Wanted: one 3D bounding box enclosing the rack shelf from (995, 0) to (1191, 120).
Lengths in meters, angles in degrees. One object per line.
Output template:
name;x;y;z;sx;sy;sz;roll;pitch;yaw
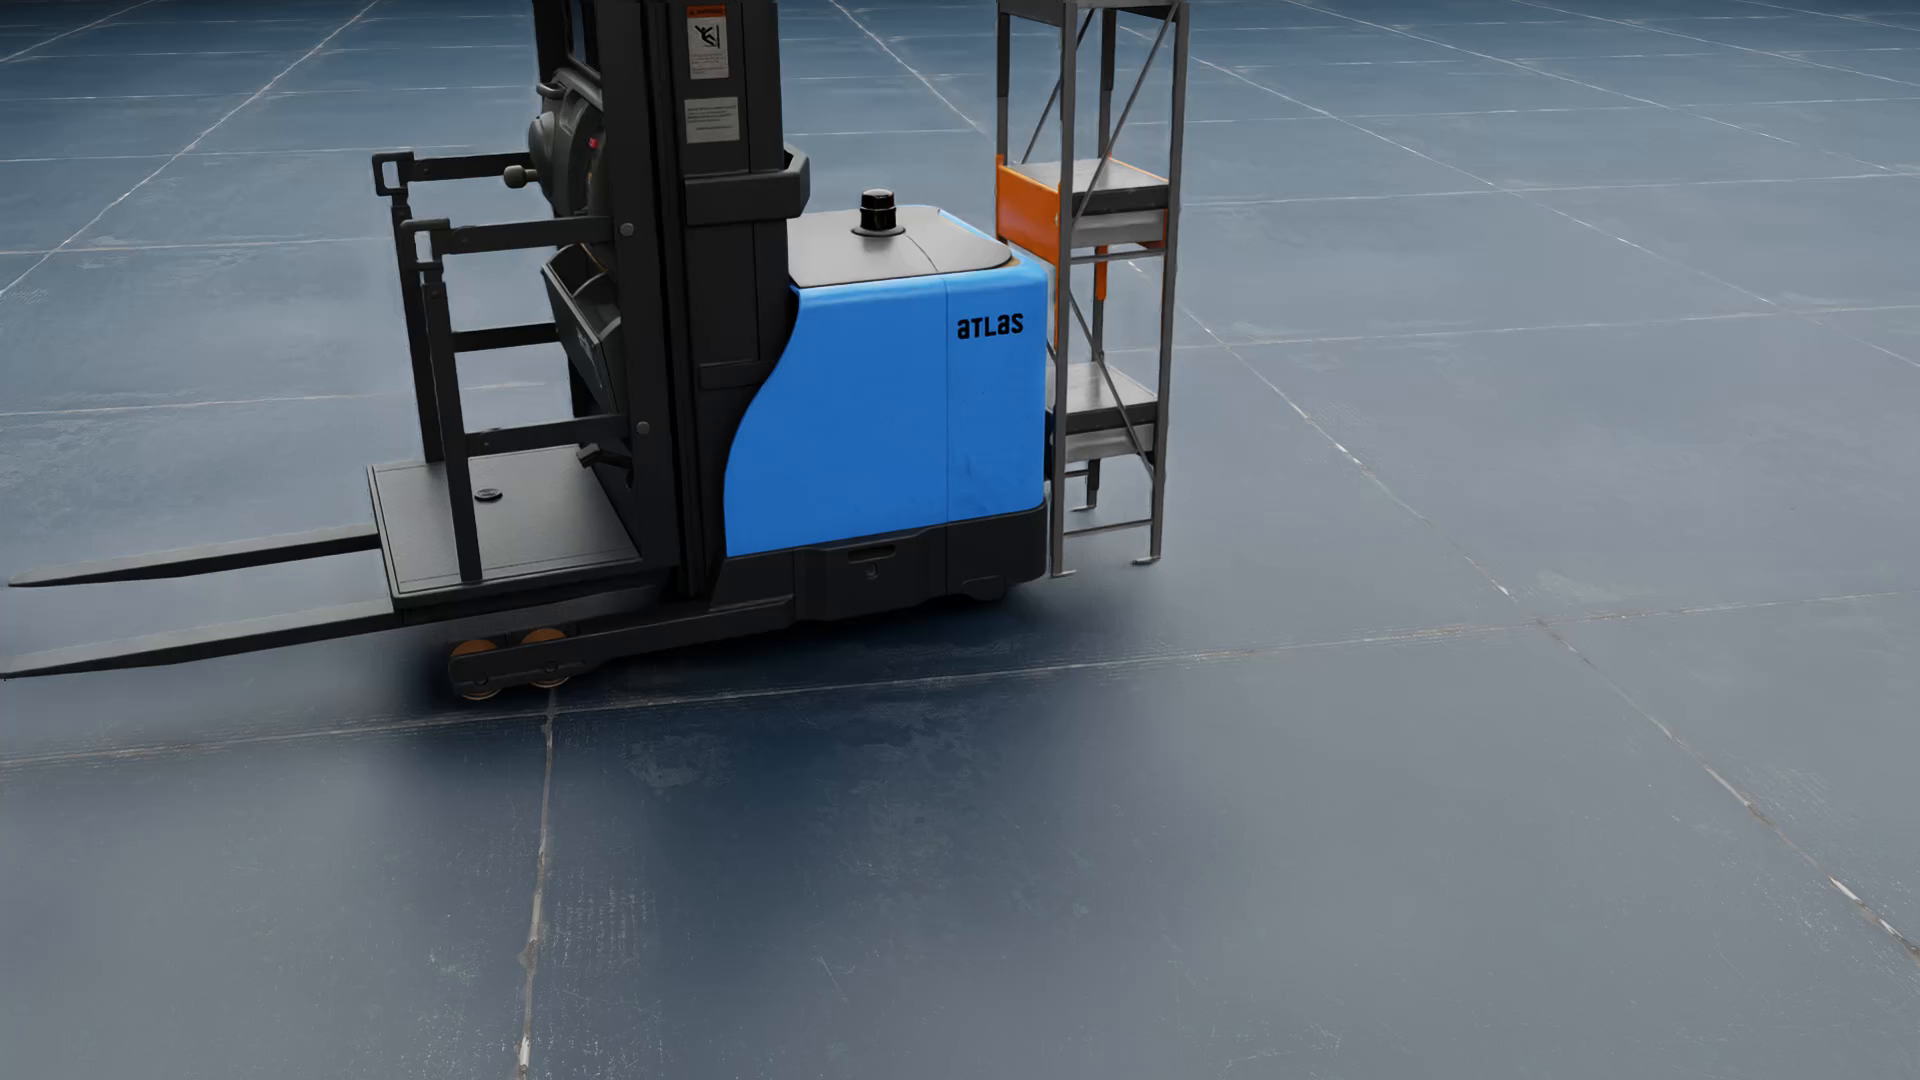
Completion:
rack shelf;0.396;-1.587;5.045;0.431;0.518;0.480;-9;25;-20

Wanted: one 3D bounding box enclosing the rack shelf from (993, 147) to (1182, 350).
rack shelf;0.396;-0.946;5.326;0.431;0.518;0.480;-9;25;-20

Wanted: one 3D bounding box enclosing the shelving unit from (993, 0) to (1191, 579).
shelving unit;0.396;-0.958;5.320;0.431;2.100;0.503;-9;25;-20

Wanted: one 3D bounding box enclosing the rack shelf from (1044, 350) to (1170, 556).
rack shelf;0.396;-0.304;5.606;0.431;0.518;0.480;-9;25;-20

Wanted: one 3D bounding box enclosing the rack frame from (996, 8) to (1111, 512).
rack frame;0.305;-1.049;5.528;0.400;2.100;0.015;-9;25;-20

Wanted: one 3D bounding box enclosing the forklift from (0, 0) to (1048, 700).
forklift;-1.291;-1.129;4.674;3.031;2.935;1.130;-9;25;-20

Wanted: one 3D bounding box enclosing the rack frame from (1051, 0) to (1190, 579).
rack frame;0.487;-0.867;5.113;0.400;2.100;0.015;-9;25;-20
